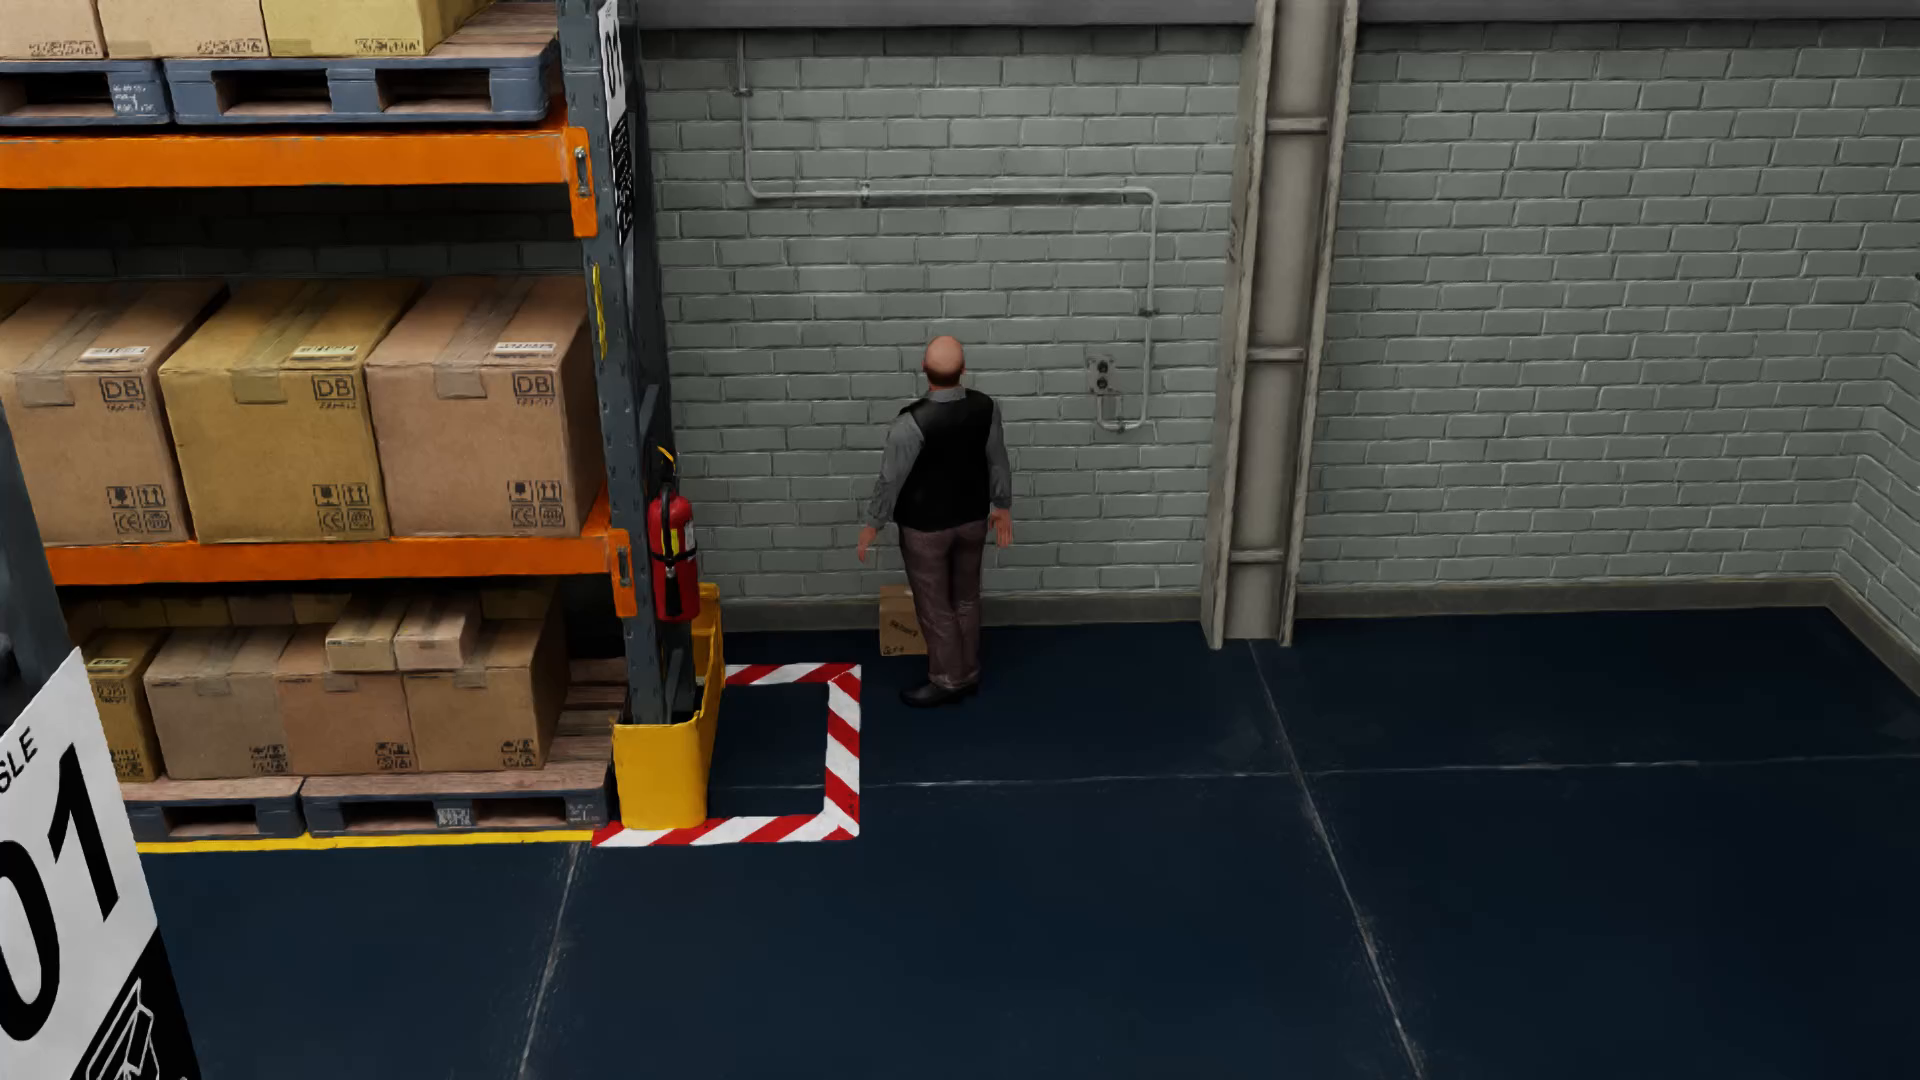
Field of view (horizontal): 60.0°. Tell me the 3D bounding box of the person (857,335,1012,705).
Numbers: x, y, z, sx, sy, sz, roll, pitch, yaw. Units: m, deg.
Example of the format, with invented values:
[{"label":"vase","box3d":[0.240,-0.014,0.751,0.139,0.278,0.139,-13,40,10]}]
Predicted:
[{"label":"person","box3d":[-0.116,-0.072,7.250,0.678,1.725,0.353,-16,31,-28]}]
